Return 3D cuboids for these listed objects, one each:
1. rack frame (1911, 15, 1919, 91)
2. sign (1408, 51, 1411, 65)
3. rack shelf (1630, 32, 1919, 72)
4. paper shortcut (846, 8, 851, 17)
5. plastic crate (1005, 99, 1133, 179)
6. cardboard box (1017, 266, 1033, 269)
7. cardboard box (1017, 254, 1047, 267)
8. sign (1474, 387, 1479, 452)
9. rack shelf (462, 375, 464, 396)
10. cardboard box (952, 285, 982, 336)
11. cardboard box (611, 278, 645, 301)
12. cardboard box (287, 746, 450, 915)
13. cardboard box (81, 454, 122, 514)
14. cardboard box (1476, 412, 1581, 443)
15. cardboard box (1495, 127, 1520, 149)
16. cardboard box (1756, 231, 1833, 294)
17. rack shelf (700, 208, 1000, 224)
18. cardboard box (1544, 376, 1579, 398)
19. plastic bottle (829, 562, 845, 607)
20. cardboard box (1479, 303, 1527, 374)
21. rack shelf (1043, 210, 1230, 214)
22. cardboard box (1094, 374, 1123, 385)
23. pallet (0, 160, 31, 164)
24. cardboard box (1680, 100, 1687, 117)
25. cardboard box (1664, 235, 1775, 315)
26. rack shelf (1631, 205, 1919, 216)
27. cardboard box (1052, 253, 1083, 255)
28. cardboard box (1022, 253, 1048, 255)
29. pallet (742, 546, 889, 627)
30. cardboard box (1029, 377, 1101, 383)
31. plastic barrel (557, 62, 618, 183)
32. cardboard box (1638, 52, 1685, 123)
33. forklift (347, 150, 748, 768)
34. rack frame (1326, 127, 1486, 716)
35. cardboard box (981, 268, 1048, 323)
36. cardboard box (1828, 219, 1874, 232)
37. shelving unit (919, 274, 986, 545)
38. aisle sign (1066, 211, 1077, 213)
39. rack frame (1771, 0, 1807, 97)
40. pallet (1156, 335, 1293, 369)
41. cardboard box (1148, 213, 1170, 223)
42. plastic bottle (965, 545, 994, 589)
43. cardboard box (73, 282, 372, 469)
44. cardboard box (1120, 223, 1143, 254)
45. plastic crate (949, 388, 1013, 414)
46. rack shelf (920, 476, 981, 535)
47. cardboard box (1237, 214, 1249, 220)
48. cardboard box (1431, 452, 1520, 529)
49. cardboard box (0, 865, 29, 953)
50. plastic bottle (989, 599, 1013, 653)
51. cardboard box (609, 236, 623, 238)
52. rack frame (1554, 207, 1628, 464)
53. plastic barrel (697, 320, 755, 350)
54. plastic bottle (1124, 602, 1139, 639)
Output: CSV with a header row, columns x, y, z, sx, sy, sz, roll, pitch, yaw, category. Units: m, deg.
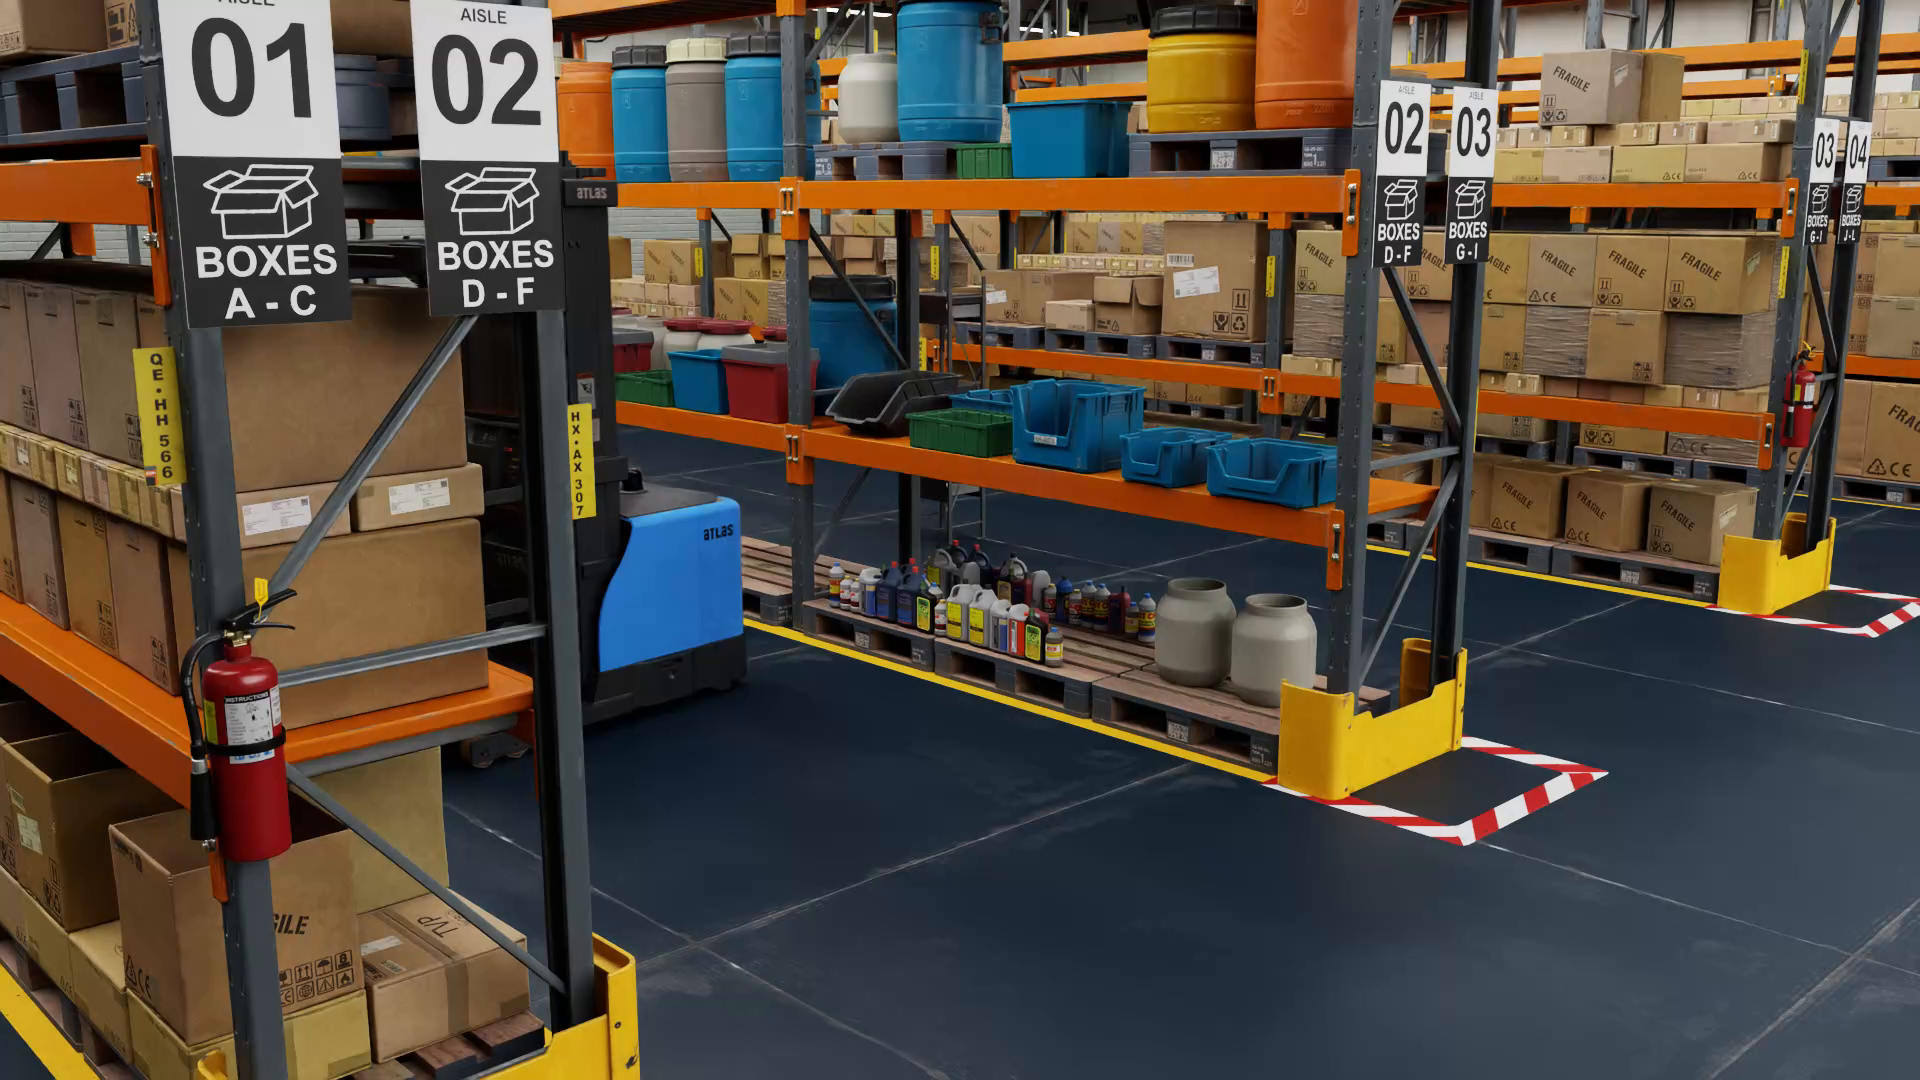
x,y,z,sx,sy,sz,roll,pitch,yaw,category
13.671,-6.658,23.426,1.000,3.000,0.127,-11,16,-43,rack frame
7.741,-8.249,28.636,0.100,0.325,0.005,-11,16,-43,sign
7.954,-4.421,15.342,1.077,0.370,4.000,-11,16,-43,rack shelf
-1.138,-5.356,16.762,0.009,0.170,0.078,4,-25,-45,paper shortcut
0.562,-2.070,8.631,0.392,0.384,0.575,-11,16,-43,plastic crate
0.988,-3.597,22.281,0.380,0.149,0.250,-11,16,-42,cardboard box
0.988,-3.743,22.251,0.380,0.149,0.250,-10,15,-40,cardboard box
2.497,-0.584,8.126,0.100,0.325,0.005,-11,16,-43,sign
-4.810,-1.479,14.941,1.077,0.370,4.000,-11,16,-43,rack shelf
0.015,-2.388,17.320,0.500,0.500,0.500,-10,15,-41,cardboard box
-4.162,-3.138,20.843,0.500,0.250,0.500,-11,16,-44,cardboard box
-2.045,0.909,5.480,0.500,0.500,0.500,-11,16,-43,cardboard box
-2.421,-0.191,5.048,0.380,0.149,0.250,-11,16,-42,cardboard box
6.080,-1.505,17.815,1.050,0.750,0.750,-11,16,-43,cardboard box
4.048,-2.929,12.144,0.380,0.149,0.250,-10,16,-41,cardboard box
7.912,-2.628,15.686,0.875,0.550,0.500,-11,16,-43,cardboard box
-1.227,-3.639,17.988,1.077,0.370,4.000,-11,16,-43,rack shelf
4.457,-1.132,12.097,0.380,0.149,0.250,-11,16,-43,cardboard box
-0.763,0.272,10.327,0.097,0.271,0.097,0,12,0,plastic bottle
4.236,-1.551,12.521,0.875,0.500,0.500,-11,16,-43,cardboard box
3.178,-5.603,27.525,1.077,0.370,4.000,-11,16,-43,rack shelf
2.105,-2.175,21.690,0.500,0.500,0.500,-11,16,-42,cardboard box
-4.870,-1.769,7.603,1.217,0.209,0.805,11,16,43,pallet
6.931,-4.139,15.994,0.380,0.149,0.250,-11,16,-43,cardboard box
5.120,-1.793,11.216,0.500,0.500,0.500,-11,16,-43,cardboard box
12.290,-5.128,25.218,1.077,0.370,4.000,-11,16,-43,rack shelf
1.467,-3.833,22.689,0.380,0.149,0.250,-10,15,-40,cardboard box
0.889,-3.792,23.400,0.500,0.500,0.500,-11,16,-44,cardboard box
-1.236,0.301,11.430,1.003,0.211,1.213,-11,16,-43,pallet
1.012,-1.419,16.111,0.500,0.250,0.500,-9,14,-36,cardboard box
-2.567,-2.974,11.914,0.600,0.830,0.708,-11,16,-43,plastic barrel
4.849,-3.225,11.976,0.500,0.500,0.500,-11,16,-43,cardboard box
-2.533,-0.445,8.310,1.130,2.935,3.031,10,15,39,forklift
2.096,-0.372,7.785,1.000,3.000,0.127,-11,16,-43,rack frame
0.556,-2.411,16.394,0.500,0.500,0.500,9,15,38,cardboard box
10.568,-3.540,19.695,0.700,0.500,0.500,-11,16,-42,cardboard box
-0.114,-1.053,13.317,0.431,2.100,0.503,-11,16,-43,shelving unit
1.971,-6.105,29.170,0.394,0.787,0.004,-11,16,-43,aisle sign
10.084,-5.965,20.066,1.000,3.000,0.127,-11,16,-43,rack frame
2.494,-1.684,14.627,1.003,0.211,1.213,-11,16,-43,pallet
3.279,-5.247,27.113,0.380,0.149,0.250,-11,16,-44,cardboard box
0.120,0.208,10.444,0.185,0.351,0.144,11,16,42,plastic bottle
-2.206,-0.521,5.042,0.500,0.500,0.700,11,16,44,cardboard box
2.990,-4.986,27.455,0.500,0.500,0.500,-11,16,-42,cardboard box
0.295,-0.759,10.033,0.499,0.251,0.616,-11,16,-43,plastic crate
-0.114,-0.354,13.461,0.431,0.518,0.480,-11,16,-43,rack shelf
4.529,-5.133,26.561,0.380,0.149,0.250,-11,16,-43,cardboard box
4.050,-0.401,13.080,0.500,0.500,0.500,10,15,40,cardboard box
-3.117,1.204,5.907,0.500,0.250,0.500,-11,16,-43,cardboard box
0.261,0.479,9.315,0.135,0.276,0.152,11,16,44,plastic bottle
-4.844,-3.803,22.211,0.500,0.500,0.500,-11,16,-42,cardboard box
6.573,-2.323,17.251,1.000,3.000,0.127,-11,16,-43,rack frame
-1.675,-1.300,11.950,0.433,0.535,0.433,0,12,0,plastic barrel
0.998,0.460,9.591,0.097,0.201,0.097,0,12,0,plastic bottle
